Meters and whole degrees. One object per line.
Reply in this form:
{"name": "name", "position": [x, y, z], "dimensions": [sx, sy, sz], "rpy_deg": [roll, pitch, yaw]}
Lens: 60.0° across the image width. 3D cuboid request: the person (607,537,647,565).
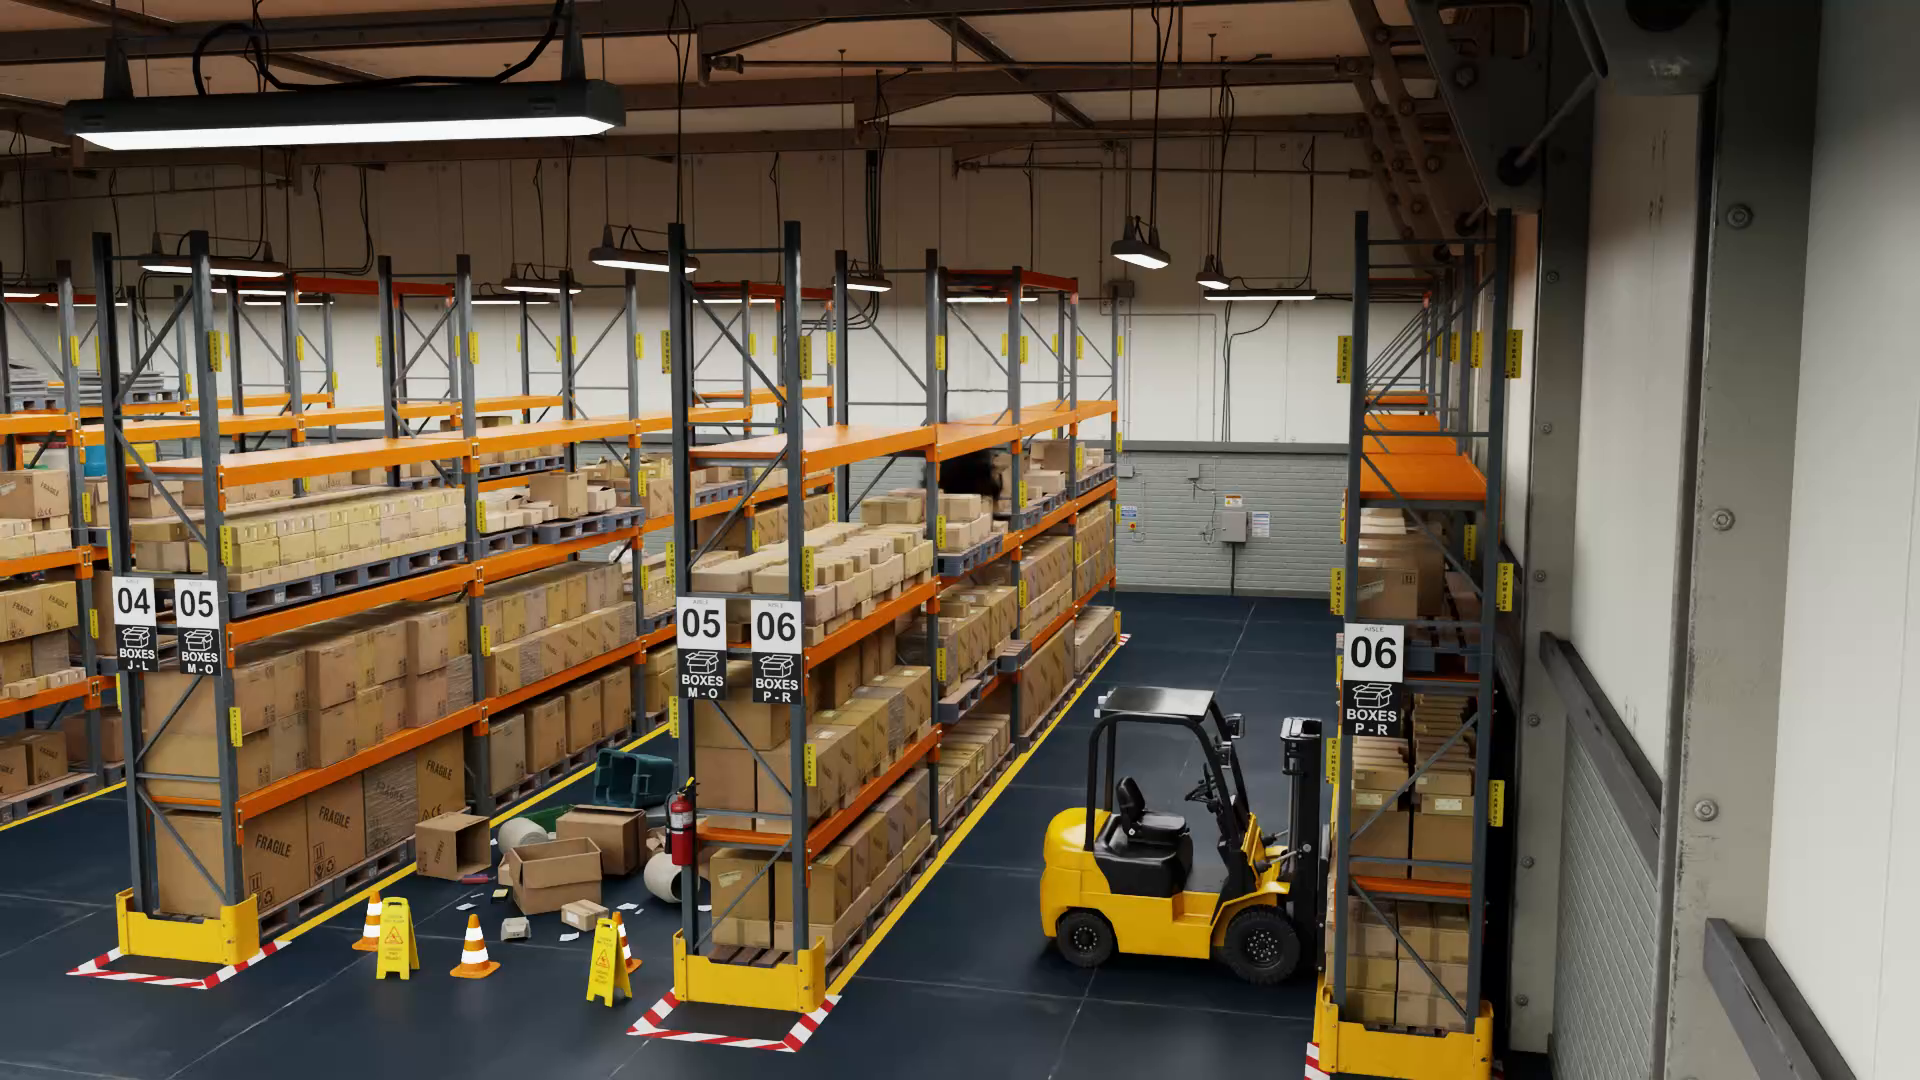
{"name": "person", "position": [-5.923, 0.698, 29.753], "dimensions": [0.760, 1.743, 0.690], "rpy_deg": [0, 7, -3]}
